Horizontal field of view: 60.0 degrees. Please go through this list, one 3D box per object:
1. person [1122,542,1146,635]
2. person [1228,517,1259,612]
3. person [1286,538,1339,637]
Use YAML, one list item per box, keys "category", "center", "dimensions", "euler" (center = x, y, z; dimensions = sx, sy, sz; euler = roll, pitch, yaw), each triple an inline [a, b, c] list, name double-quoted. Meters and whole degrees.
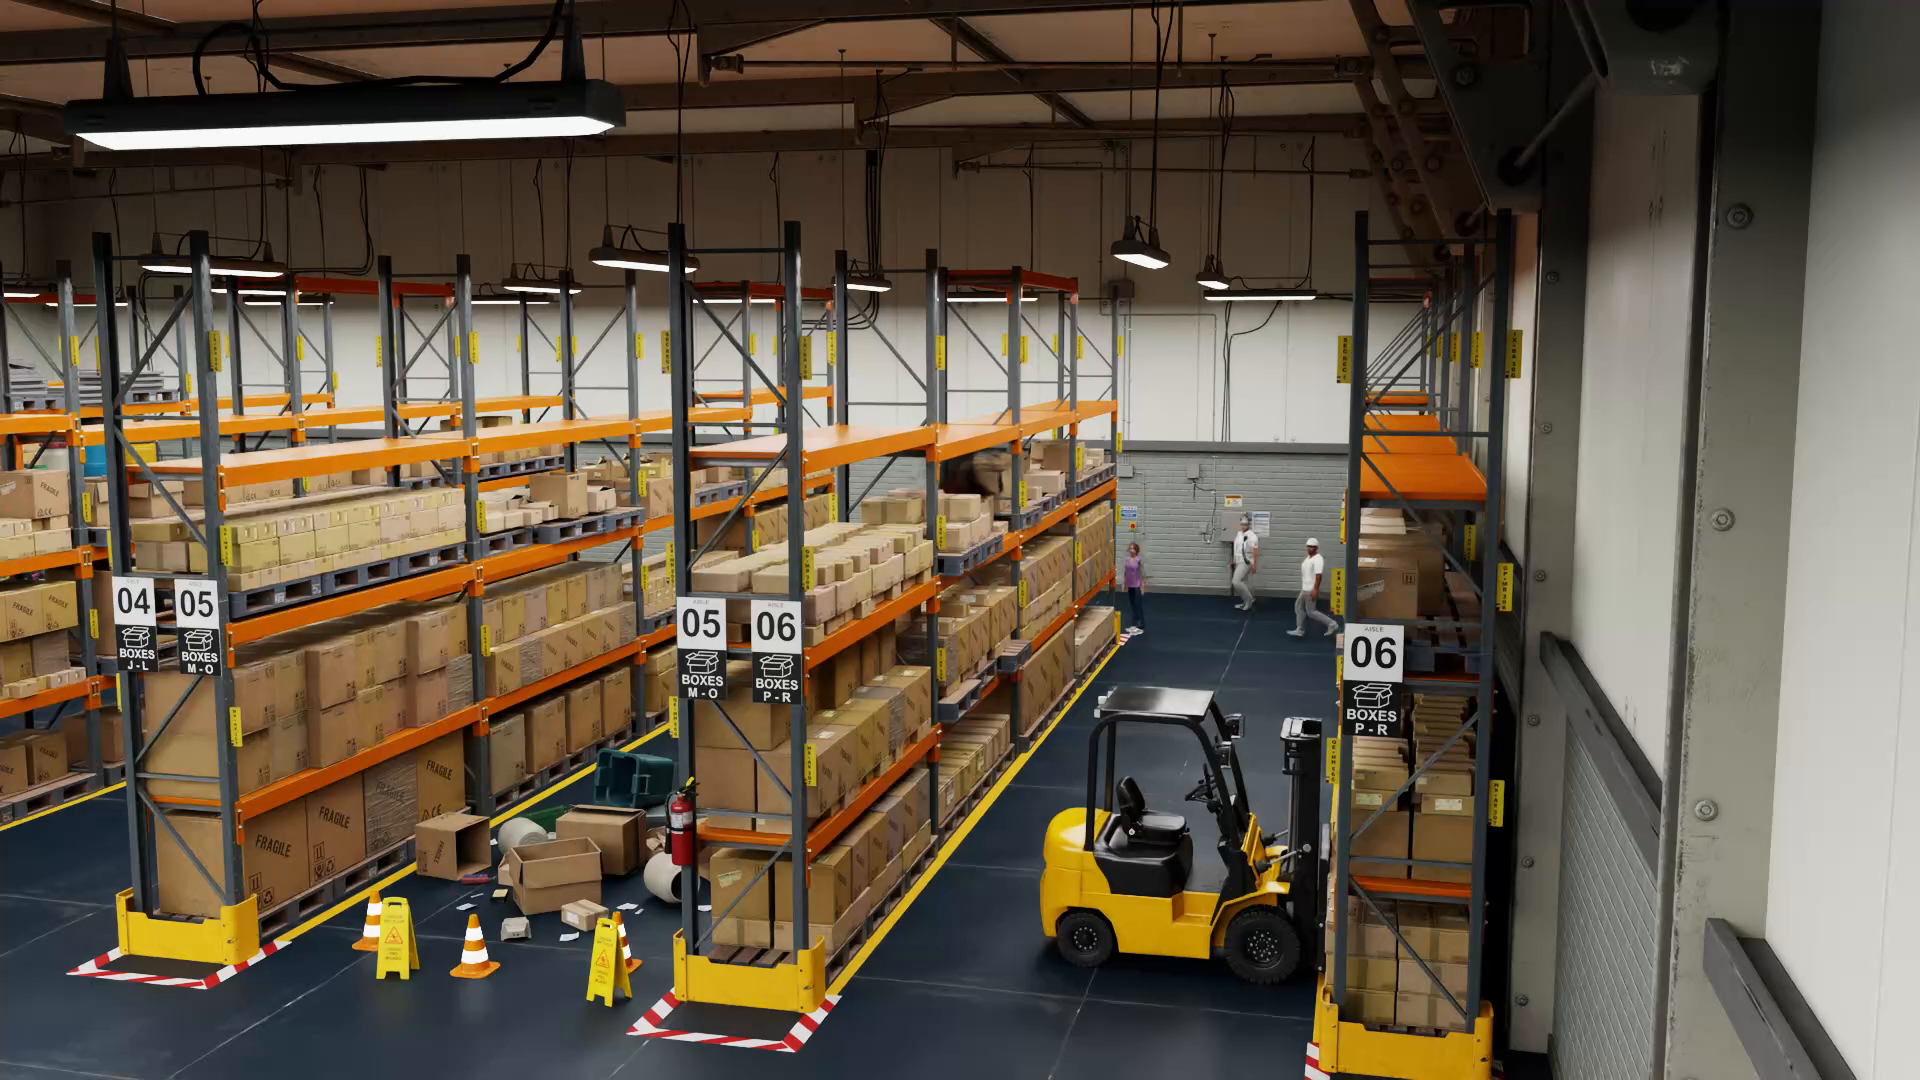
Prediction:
- category: "person"
  center: [3.048, 0.834, 29.129]
  dimensions: [0.374, 1.602, 0.480]
  euler: [-4, 8, -27]
- category: "person"
  center: [5.359, 0.449, 31.511]
  dimensions: [0.493, 1.791, 0.517]
  euler: [-1, 7, -7]
- category: "person"
  center: [6.073, 0.822, 28.556]
  dimensions: [0.898, 1.727, 0.680]
  euler: [2, 7, 15]
